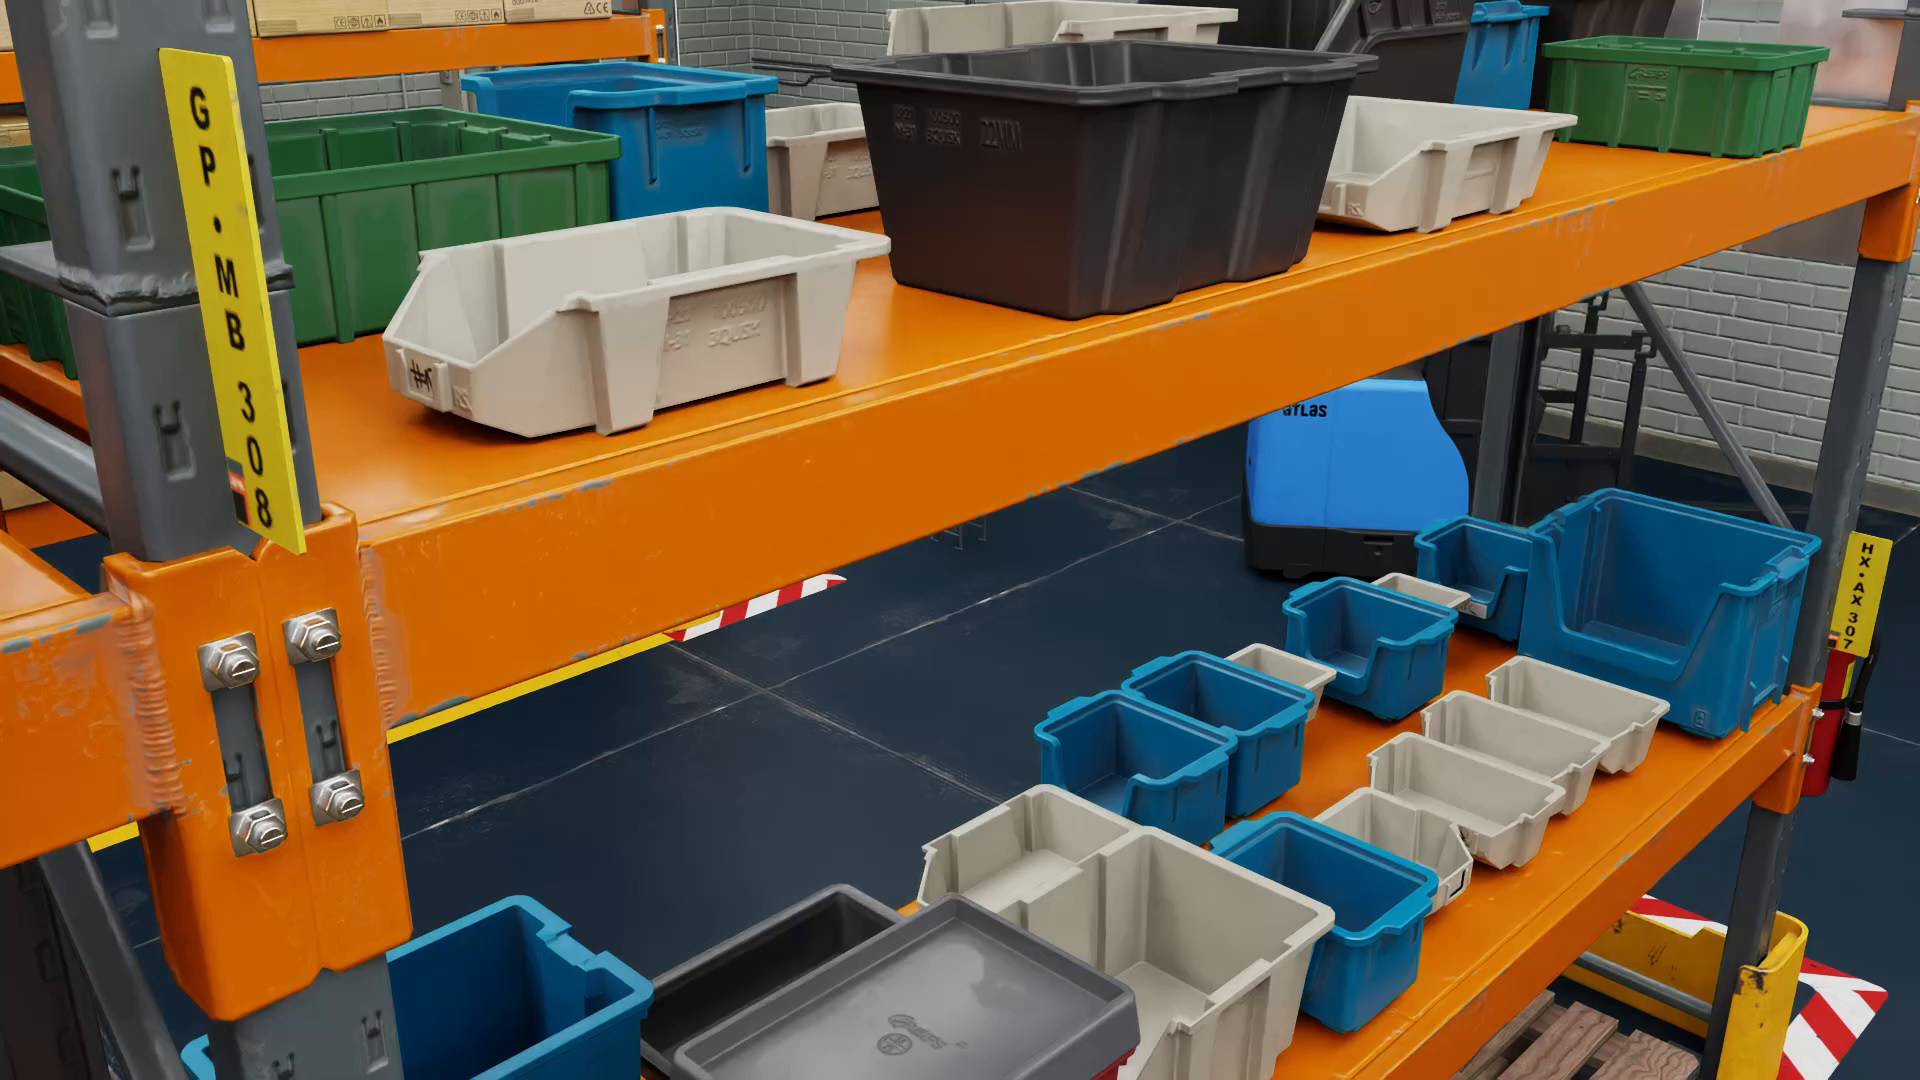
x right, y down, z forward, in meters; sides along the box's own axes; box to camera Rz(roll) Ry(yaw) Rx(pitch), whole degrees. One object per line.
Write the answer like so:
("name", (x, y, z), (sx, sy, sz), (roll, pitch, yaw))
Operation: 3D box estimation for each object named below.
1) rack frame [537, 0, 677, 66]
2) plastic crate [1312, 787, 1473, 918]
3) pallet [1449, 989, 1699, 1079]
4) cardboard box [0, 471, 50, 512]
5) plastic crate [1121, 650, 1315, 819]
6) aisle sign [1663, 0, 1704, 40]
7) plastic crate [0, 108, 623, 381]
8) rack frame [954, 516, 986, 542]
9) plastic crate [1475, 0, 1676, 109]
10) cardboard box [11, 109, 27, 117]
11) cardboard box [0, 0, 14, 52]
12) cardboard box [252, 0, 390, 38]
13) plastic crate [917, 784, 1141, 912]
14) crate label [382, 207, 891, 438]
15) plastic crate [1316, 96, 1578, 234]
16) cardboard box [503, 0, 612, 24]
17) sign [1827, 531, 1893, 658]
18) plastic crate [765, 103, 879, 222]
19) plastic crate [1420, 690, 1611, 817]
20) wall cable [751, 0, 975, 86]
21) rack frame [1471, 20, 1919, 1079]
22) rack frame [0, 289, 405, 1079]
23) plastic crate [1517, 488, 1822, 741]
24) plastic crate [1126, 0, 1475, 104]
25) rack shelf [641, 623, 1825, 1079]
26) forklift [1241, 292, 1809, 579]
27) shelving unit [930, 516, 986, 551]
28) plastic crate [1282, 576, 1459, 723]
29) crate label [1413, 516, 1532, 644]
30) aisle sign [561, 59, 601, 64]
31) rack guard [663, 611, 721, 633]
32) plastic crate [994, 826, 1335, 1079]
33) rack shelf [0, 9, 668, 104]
("rack frame", (-1.629, -1.156, 7.902), (1.000, 3.000, 0.127), (19, 28, 41))
("plastic crate", (0.896, 0.664, 3.450), (0.298, 0.136, 0.250), (19, 28, 41))
("pallet", (1.315, 1.588, 4.648), (1.003, 0.211, 1.213), (19, 28, 41))
("cardboard box", (-3.513, -0.370, 5.716), (0.500, 0.500, 0.500), (-20, 28, -41))
("plastic crate", (0.591, 0.454, 3.862), (0.416, 0.233, 0.300), (19, 28, 41))
("aisle sign", (1.755, -1.222, 4.449), (0.394, 0.787, 0.004), (19, 28, 41))
("plastic crate", (-0.794, -0.373, 1.978), (0.450, 0.188, 0.662), (19, 28, 41))
("rack frame", (0.054, -0.580, 8.911), (0.240, 1.200, 0.006), (19, 28, 41))
("plastic crate", (1.450, -1.225, 4.083), (0.497, 0.269, 0.590), (19, 28, 41))
("cardboard box", (-5.529, -2.401, 10.723), (0.700, 0.700, 0.980), (-19, 28, -40))
("cardboard box", (-3.201, -1.777, 5.544), (0.500, 0.250, 0.500), (19, 28, 41))
("cardboard box", (-2.494, -2.031, 6.205), (0.500, 0.250, 0.500), (19, 28, 41))
("plastic crate", (0.127, 0.685, 3.395), (0.293, 0.136, 0.466), (19, 28, 41))
("crate label", (-0.324, -0.218, 1.647), (0.293, 0.136, 0.466), (19, 28, 41))
("plastic crate", (0.654, -0.599, 2.639), (0.437, 0.136, 0.530), (19, 28, 41))
("cardboard box", (-1.798, -2.288, 6.875), (0.500, 0.250, 0.500), (19, 28, 41))
("sign", (2.323, 0.142, 4.297), (0.100, 0.325, 0.005), (19, 28, 41))
("plastic crate", (-0.258, -0.586, 2.606), (0.293, 0.136, 0.466), (19, 28, 41))
("plastic crate", (1.266, 0.505, 3.862), (0.396, 0.136, 0.243), (19, 28, 41))
("wall cable", (-0.979, -5.110, 14.155), (3.097, 2.526, 0.112), (19, 28, 41))
("rack frame", (1.918, 0.085, 4.674), (1.000, 3.000, 0.127), (19, 28, 41))
("rack frame", (-0.873, 1.113, 1.998), (1.000, 3.000, 0.127), (19, 28, 41))
("plastic crate", (1.818, 0.173, 4.311), (0.616, 0.435, 0.499), (19, 28, 41))
("plastic crate", (0.655, -0.963, 3.304), (0.504, 0.338, 0.767), (19, 28, 41))
("rack shelf", (0.523, 0.934, 3.465), (1.077, 0.370, 4.000), (19, 28, 41))
("forklift", (3.034, -1.273, 8.301), (3.031, 2.935, 1.130), (3, 21, 7))
("shelving unit", (-0.010, -0.556, 8.850), (0.258, 1.200, 0.189), (19, 28, 41))
("plastic crate", (1.051, 0.285, 4.302), (0.416, 0.233, 0.300), (19, 28, 41))
("crate label", (1.510, 0.116, 4.742), (0.416, 0.233, 0.303), (19, 28, 41))
("aisle sign", (-1.791, -2.461, 7.672), (0.394, 0.787, 0.004), (19, 28, 41))
("rack guard", (-1.682, 0.030, 8.299), (1.175, 0.500, 0.348), (19, 28, 41))
("plastic crate", (0.325, 0.794, 2.910), (0.437, 0.282, 0.530), (19, 28, 41))
("rack shelf", (-3.024, -1.706, 6.155), (1.077, 0.370, 4.000), (19, 28, 41))
